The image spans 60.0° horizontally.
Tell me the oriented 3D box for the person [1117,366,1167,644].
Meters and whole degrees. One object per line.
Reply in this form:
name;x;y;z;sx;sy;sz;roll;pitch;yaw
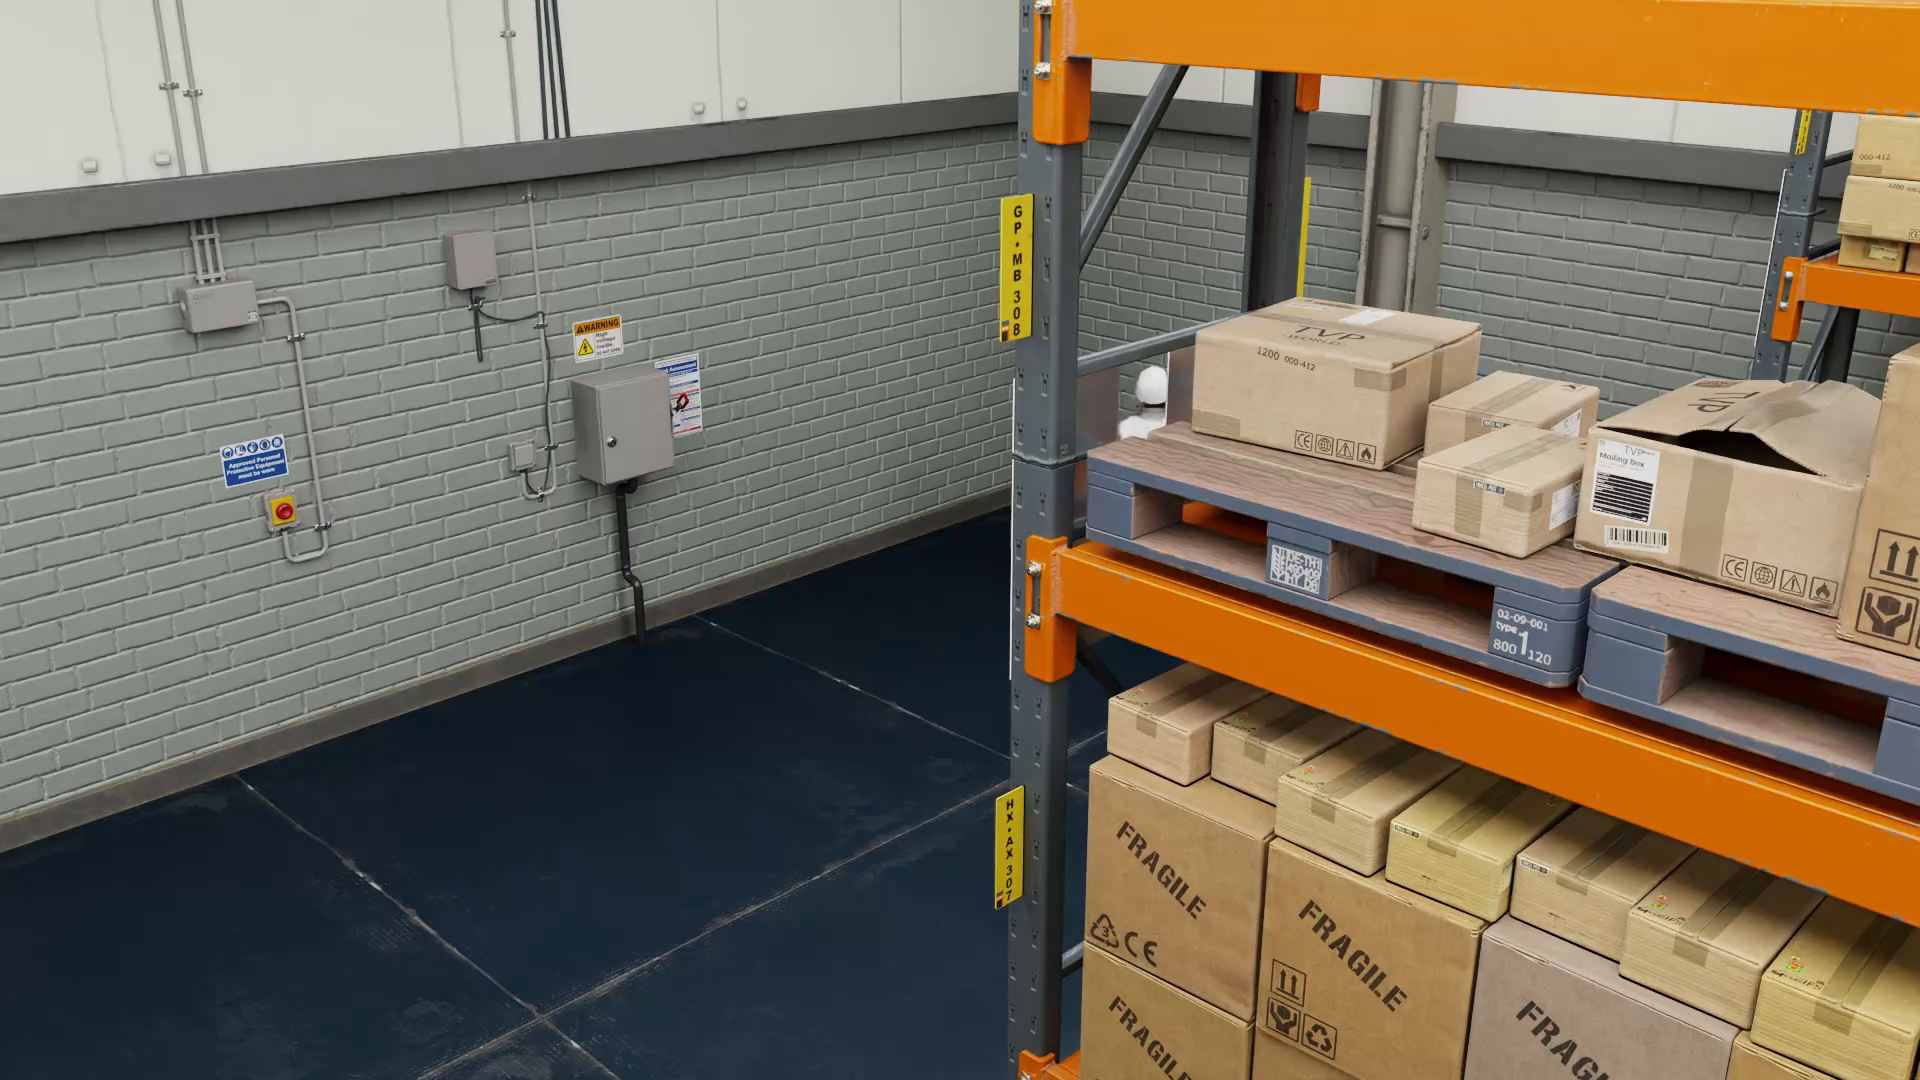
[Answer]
person;1.196;-0.215;10.107;0.566;1.775;0.504;4;21;10
